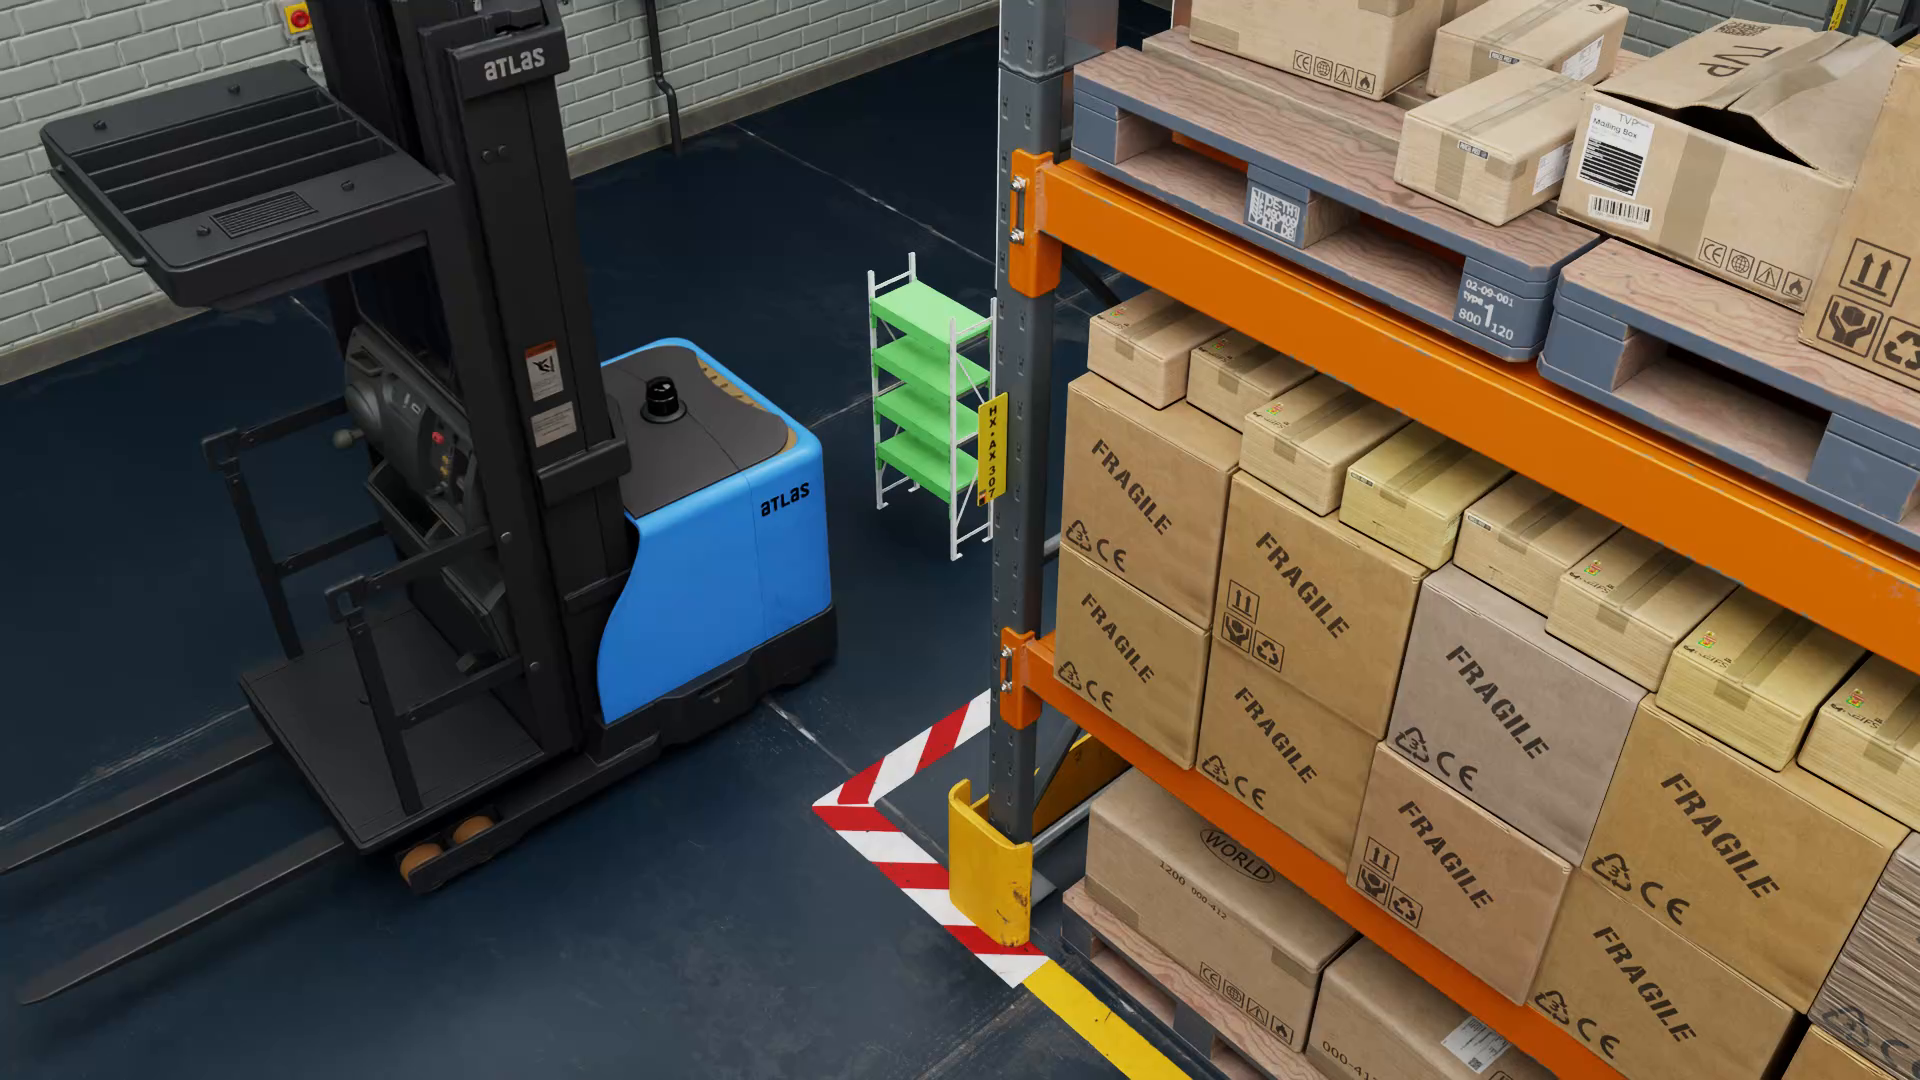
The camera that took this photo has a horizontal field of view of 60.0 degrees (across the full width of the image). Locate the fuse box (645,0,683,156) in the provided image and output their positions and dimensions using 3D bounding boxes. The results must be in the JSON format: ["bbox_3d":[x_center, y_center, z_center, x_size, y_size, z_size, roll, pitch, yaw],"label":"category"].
[{"bbox_3d":[-1.686,-3.026,9.635,0.539,1.711,0.414,-30,48,-32],"label":"fuse box"}]

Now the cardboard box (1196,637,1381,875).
[{"bbox_3d":[0.975,0.425,4.257,0.500,0.500,0.500,-31,48,-32],"label":"cardboard box"}]

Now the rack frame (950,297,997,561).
[{"bbox_3d":[0.053,-0.430,6.828,0.240,1.200,0.015,-30,48,-32],"label":"rack frame"}]

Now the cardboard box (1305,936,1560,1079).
[{"bbox_3d":[1.644,1.414,4.817,0.875,0.438,0.875,-29,47,-31],"label":"cardboard box"}]

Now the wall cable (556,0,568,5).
[{"bbox_3d":[-2.295,-3.706,8.643,0.588,1.984,0.122,-30,48,-32],"label":"wall cable"}]

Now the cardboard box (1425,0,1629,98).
[{"bbox_3d":[1.212,-1.044,3.554,0.250,0.149,0.380,30,48,32],"label":"cardboard box"}]

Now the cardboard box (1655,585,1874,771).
[{"bbox_3d":[1.553,0.235,3.181,0.380,0.149,0.250,-31,48,-33],"label":"cardboard box"}]

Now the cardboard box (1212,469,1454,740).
[{"bbox_3d":[0.968,0.049,3.927,0.500,0.500,0.500,-31,48,-33],"label":"cardboard box"}]

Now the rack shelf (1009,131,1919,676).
[{"bbox_3d":[1.852,-0.064,3.127,1.077,0.370,4.000,-30,48,-32],"label":"rack shelf"}]

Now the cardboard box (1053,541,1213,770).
[{"bbox_3d":[0.612,0.202,4.532,0.500,0.500,0.500,-30,48,-32],"label":"cardboard box"}]

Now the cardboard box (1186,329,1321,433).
[{"bbox_3d":[0.765,-0.410,3.979,0.380,0.149,0.250,-29,47,-31],"label":"cardboard box"}]

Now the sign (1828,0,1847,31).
[{"bbox_3d":[3.753,-2.320,7.046,0.100,0.325,0.005,-30,48,-32],"label":"sign"}]

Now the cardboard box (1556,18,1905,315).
[{"bbox_3d":[1.474,-0.723,3.028,0.500,0.311,0.500,-29,47,-31],"label":"cardboard box"}]

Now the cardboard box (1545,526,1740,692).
[{"bbox_3d":[1.402,0.106,3.340,0.380,0.149,0.250,-30,47,-31],"label":"cardboard box"}]

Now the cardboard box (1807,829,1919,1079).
[{"bbox_3d":[1.993,0.750,3.059,0.500,0.500,0.500,-29,47,-31],"label":"cardboard box"}]

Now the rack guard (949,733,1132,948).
[{"bbox_3d":[0.483,0.859,5.789,1.175,0.500,0.348,-30,48,-32],"label":"rack guard"}]

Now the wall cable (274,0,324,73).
[{"bbox_3d":[-3.332,-3.110,7.880,0.585,1.953,0.123,-30,48,-32],"label":"wall cable"}]

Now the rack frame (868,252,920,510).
[{"bbox_3d":[-0.277,-0.656,7.108,0.240,1.200,0.015,-30,48,-32],"label":"rack frame"}]

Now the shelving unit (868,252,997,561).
[{"bbox_3d":[-0.112,-0.543,6.968,0.258,1.200,0.503,-30,48,-32],"label":"shelving unit"}]

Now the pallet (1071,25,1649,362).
[{"bbox_3d":[1.008,-0.896,3.656,1.003,0.211,1.213,-30,48,-32],"label":"pallet"}]

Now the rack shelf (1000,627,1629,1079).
[{"bbox_3d":[1.852,1.103,4.070,1.077,0.370,4.000,-30,48,-32],"label":"rack shelf"}]

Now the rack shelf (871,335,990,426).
[{"bbox_3d":[-0.112,-0.680,6.857,0.258,0.148,0.480,-30,48,-32],"label":"rack shelf"}]

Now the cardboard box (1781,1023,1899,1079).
[{"bbox_3d":[1.999,1.141,3.370,0.500,0.500,0.500,-31,48,-32],"label":"cardboard box"}]

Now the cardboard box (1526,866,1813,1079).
[{"bbox_3d":[1.657,0.893,3.678,0.500,0.500,0.500,-28,47,-30],"label":"cardboard box"}]

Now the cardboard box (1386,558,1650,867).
[{"bbox_3d":[1.322,0.284,3.636,0.500,0.500,0.500,-30,48,-32],"label":"cardboard box"}]

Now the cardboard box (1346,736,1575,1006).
[{"bbox_3d":[1.305,0.668,3.956,0.500,0.500,0.500,-30,48,-32],"label":"cardboard box"}]

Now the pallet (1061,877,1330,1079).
[{"bbox_3d":[1.097,1.319,5.449,1.003,0.211,1.213,-30,48,-32],"label":"pallet"}]

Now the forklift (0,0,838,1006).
[{"bbox_3d":[-1.940,-0.302,5.292,3.031,2.935,1.130,-28,46,-30],"label":"forklift"}]

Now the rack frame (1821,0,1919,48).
[{"bbox_3d":[4.153,-2.214,7.604,1.000,3.000,0.127,-30,48,-32],"label":"rack frame"}]

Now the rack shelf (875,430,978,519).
[{"bbox_3d":[-0.112,-0.307,7.159,0.258,0.148,0.480,-30,48,-32],"label":"rack shelf"}]

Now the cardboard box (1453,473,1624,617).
[{"bbox_3d":[1.264,-0.028,3.505,0.380,0.149,0.250,-29,47,-31],"label":"cardboard box"}]

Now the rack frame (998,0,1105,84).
[{"bbox_3d":[0.499,-2.437,3.105,1.000,3.000,0.127,-30,48,-32],"label":"rack frame"}]

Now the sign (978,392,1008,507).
[{"bbox_3d":[0.086,-0.237,4.404,0.100,0.325,0.005,-30,48,-32],"label":"sign"}]

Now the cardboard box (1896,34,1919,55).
[{"bbox_3d":[4.261,-1.947,7.156,0.500,0.250,0.500,-30,47,-32],"label":"cardboard box"}]

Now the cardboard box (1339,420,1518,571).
[{"bbox_3d":[1.047,-0.127,3.628,0.380,0.149,0.250,-32,49,-33],"label":"cardboard box"}]

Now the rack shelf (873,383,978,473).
[{"bbox_3d":[-0.112,-0.494,7.008,0.258,0.148,0.480,-30,48,-32],"label":"rack shelf"}]

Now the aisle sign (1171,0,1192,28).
[{"bbox_3d":[0.679,-1.279,4.377,0.394,0.787,0.004,-30,48,-32],"label":"aisle sign"}]

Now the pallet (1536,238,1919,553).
[{"bbox_3d":[1.838,-0.332,2.956,1.003,0.211,1.213,-30,48,-32],"label":"pallet"}]

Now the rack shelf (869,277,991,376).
[{"bbox_3d":[-0.112,-0.867,6.706,0.258,0.148,0.480,-30,48,-32],"label":"rack shelf"}]

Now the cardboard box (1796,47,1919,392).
[{"bbox_3d":[1.752,-0.514,2.619,0.500,0.500,0.500,-29,47,-31],"label":"cardboard box"}]

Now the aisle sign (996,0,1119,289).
[{"bbox_3d":[0.237,-1.024,4.062,0.394,0.787,0.004,-30,48,-32],"label":"aisle sign"}]

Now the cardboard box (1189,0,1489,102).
[{"bbox_3d":[0.870,-1.244,3.721,0.500,0.250,0.500,30,47,31],"label":"cardboard box"}]

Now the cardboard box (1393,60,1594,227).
[{"bbox_3d":[1.065,-0.773,3.219,0.380,0.149,0.250,-28,47,-30],"label":"cardboard box"}]

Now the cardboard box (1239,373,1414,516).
[{"bbox_3d":[0.856,-0.241,3.769,0.380,0.149,0.250,-28,47,-31],"label":"cardboard box"}]

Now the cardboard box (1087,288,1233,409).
[{"bbox_3d":[0.535,-0.501,4.091,0.380,0.149,0.250,-29,47,-31],"label":"cardboard box"}]

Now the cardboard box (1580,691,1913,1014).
[{"bbox_3d":[1.660,0.514,3.351,0.500,0.500,0.500,-30,48,-32],"label":"cardboard box"}]

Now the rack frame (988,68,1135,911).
[{"bbox_3d":[0.499,-0.103,4.990,1.000,3.000,0.127,-30,48,-32],"label":"rack frame"}]

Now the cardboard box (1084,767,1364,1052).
[{"bbox_3d":[1.019,0.994,5.337,0.875,0.438,0.875,-32,49,-33],"label":"cardboard box"}]

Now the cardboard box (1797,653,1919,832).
[{"bbox_3d":[1.766,0.335,3.056,0.380,0.149,0.250,-30,48,-32],"label":"cardboard box"}]

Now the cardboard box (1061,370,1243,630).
[{"bbox_3d":[0.614,-0.187,4.219,0.500,0.500,0.500,-31,48,-33],"label":"cardboard box"}]
